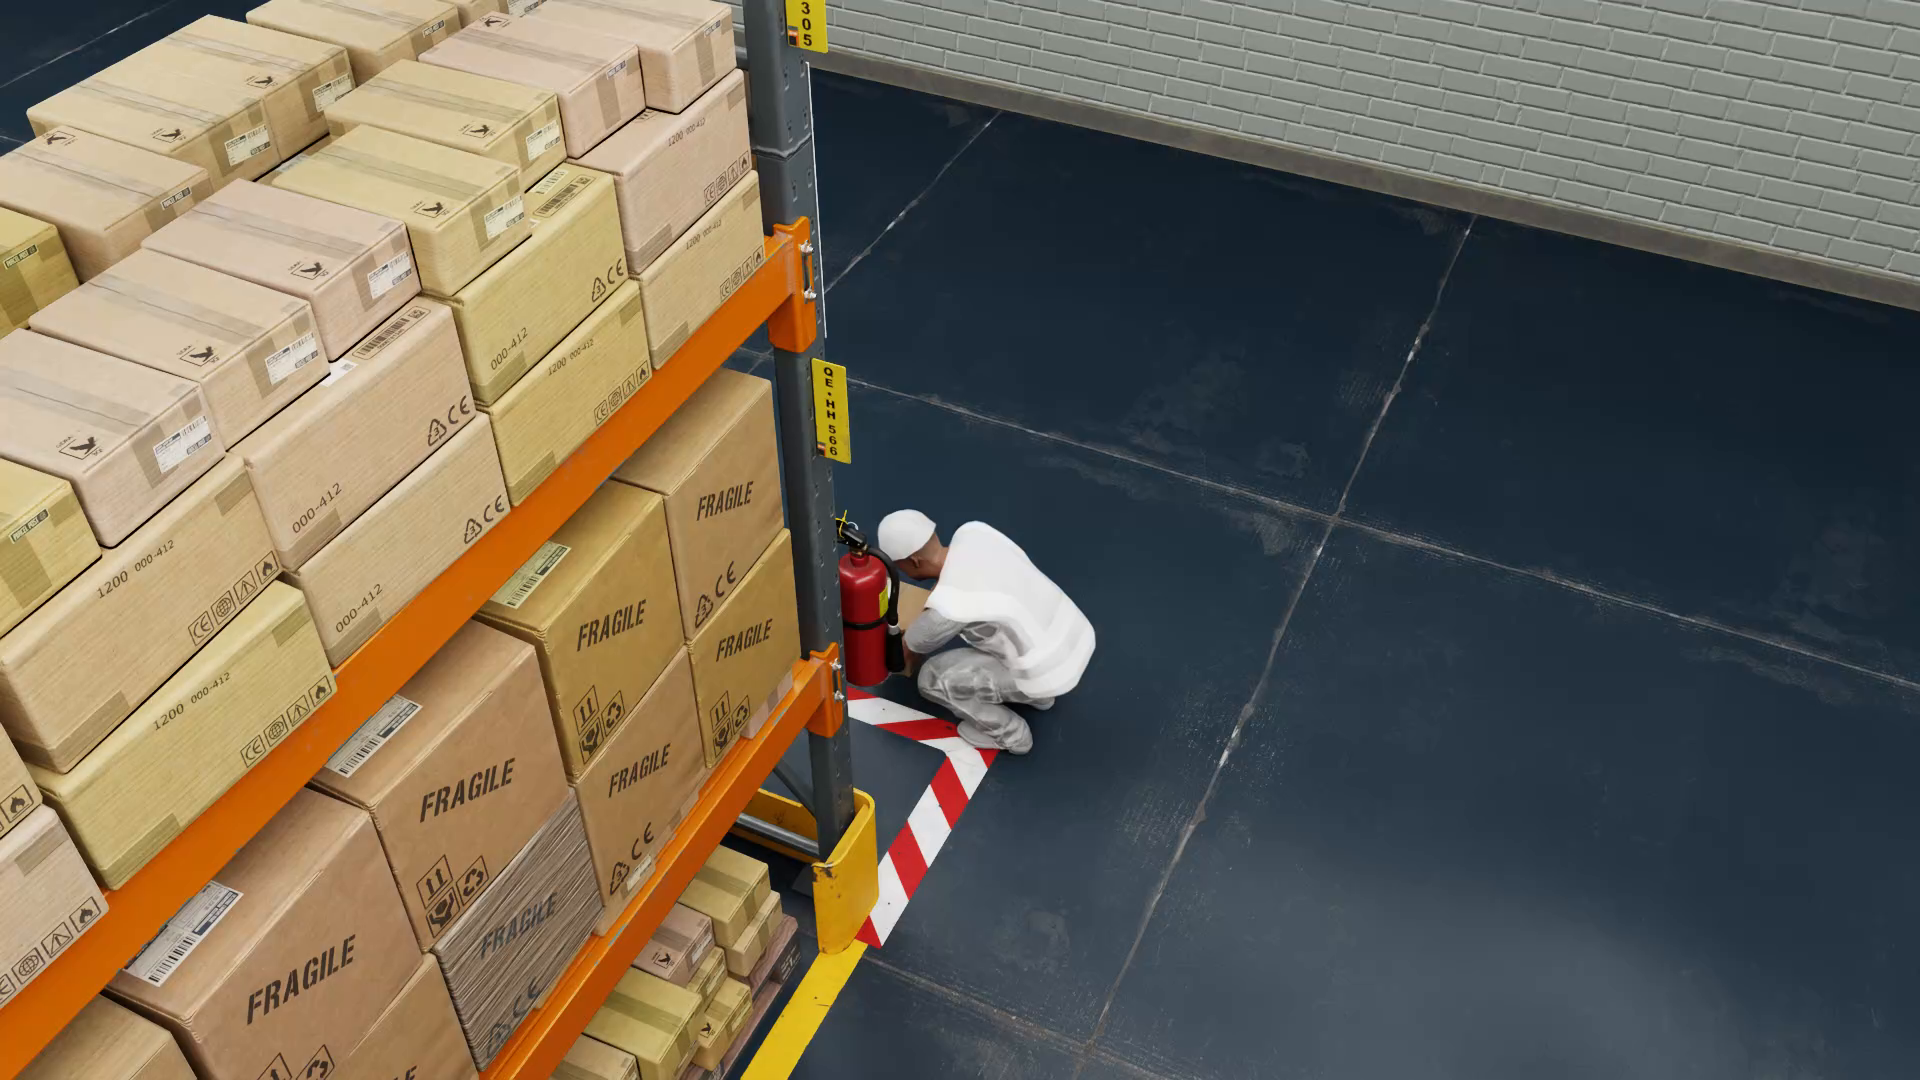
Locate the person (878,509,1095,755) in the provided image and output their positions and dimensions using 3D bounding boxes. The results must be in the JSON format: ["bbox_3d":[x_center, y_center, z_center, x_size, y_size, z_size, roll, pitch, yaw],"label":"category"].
[{"bbox_3d":[0.051,0.318,6.390,0.912,0.990,0.569,16,44,17],"label":"person"}]
